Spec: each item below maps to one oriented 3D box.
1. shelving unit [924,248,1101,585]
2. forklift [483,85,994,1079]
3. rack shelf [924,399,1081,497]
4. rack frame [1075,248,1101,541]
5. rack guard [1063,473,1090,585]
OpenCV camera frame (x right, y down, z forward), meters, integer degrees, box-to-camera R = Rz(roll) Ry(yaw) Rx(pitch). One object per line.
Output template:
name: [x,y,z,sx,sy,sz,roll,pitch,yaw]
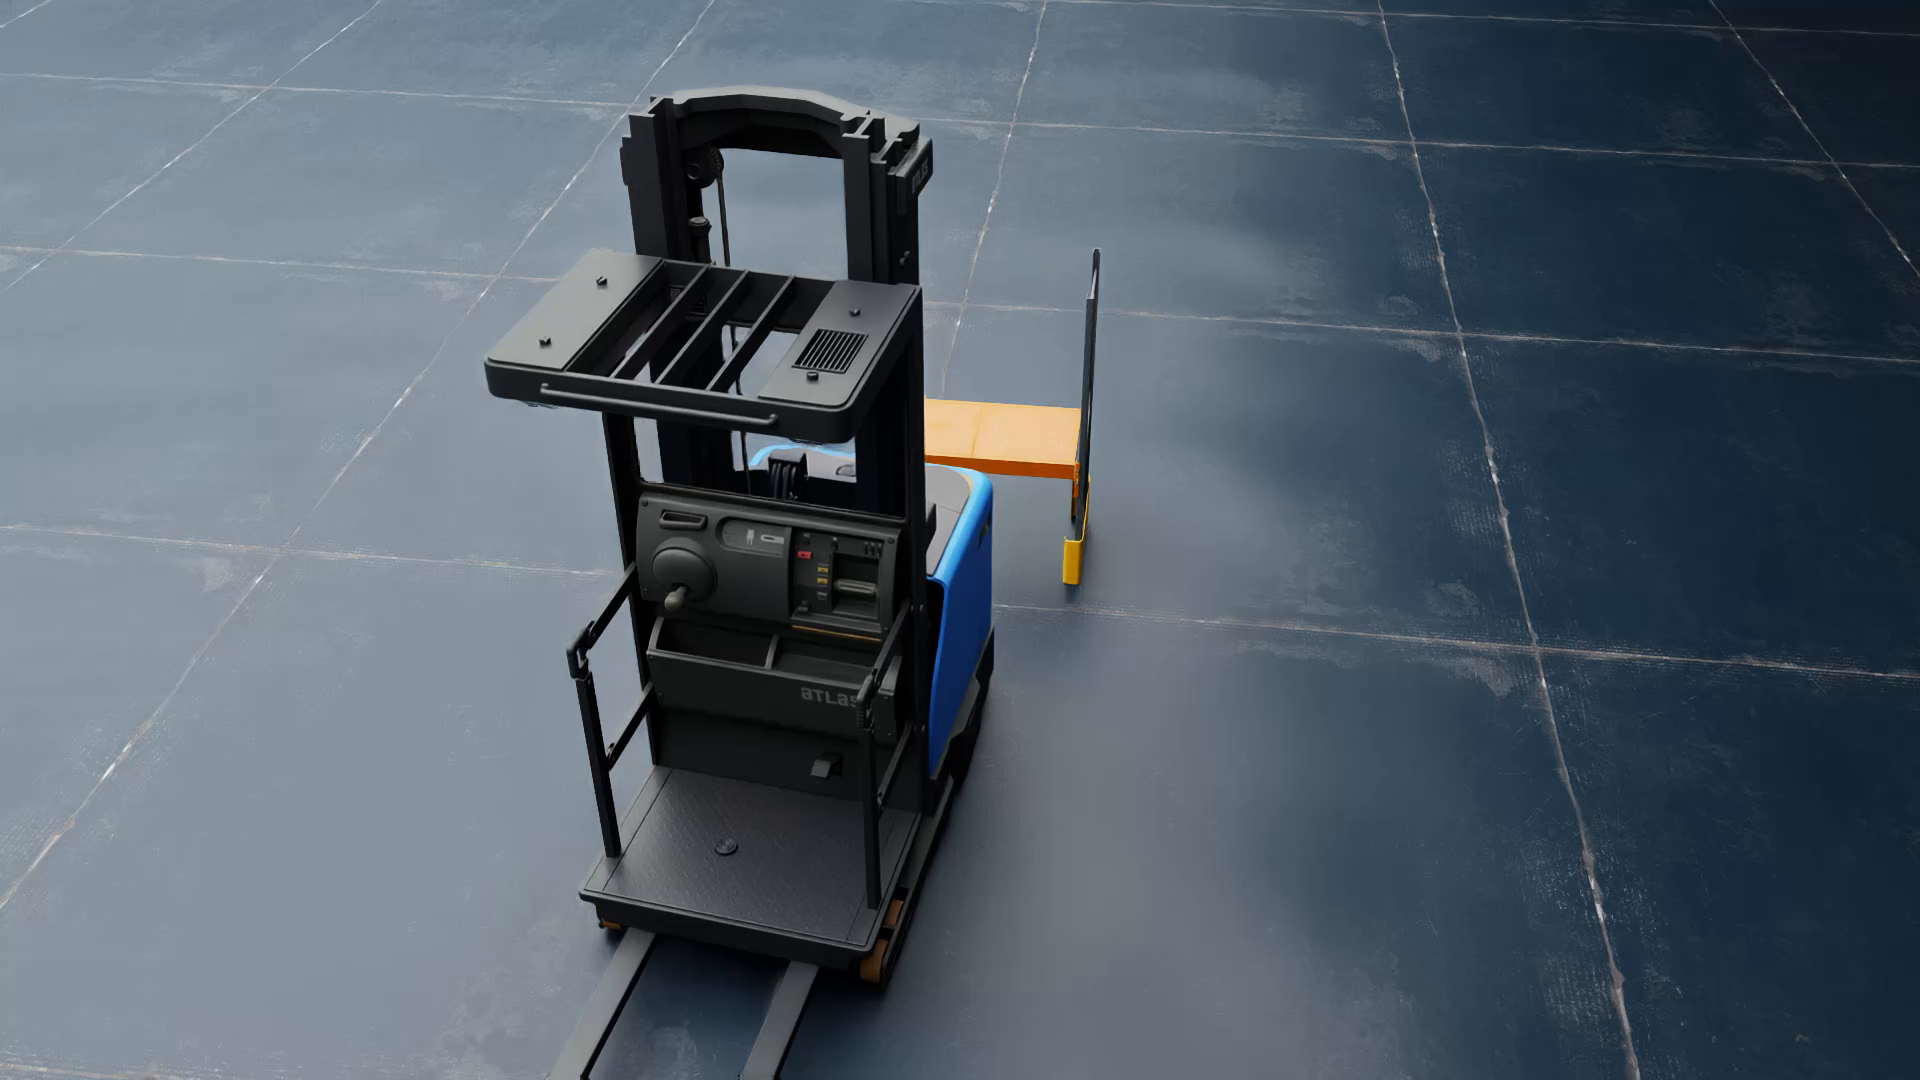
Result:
shelving unit: [0.076,-0.605,7.806,1.083,1.500,0.587,4,36,6]
forklift: [-0.714,0.157,5.507,1.130,2.935,3.031,8,36,12]
rack shelf: [0.085,-0.458,7.910,1.000,0.185,0.538,4,36,6]
rack frame: [0.589,-0.567,7.753,0.032,1.500,0.500,4,36,6]
rack guard: [0.570,-0.059,8.118,0.087,0.250,0.587,4,36,6]
